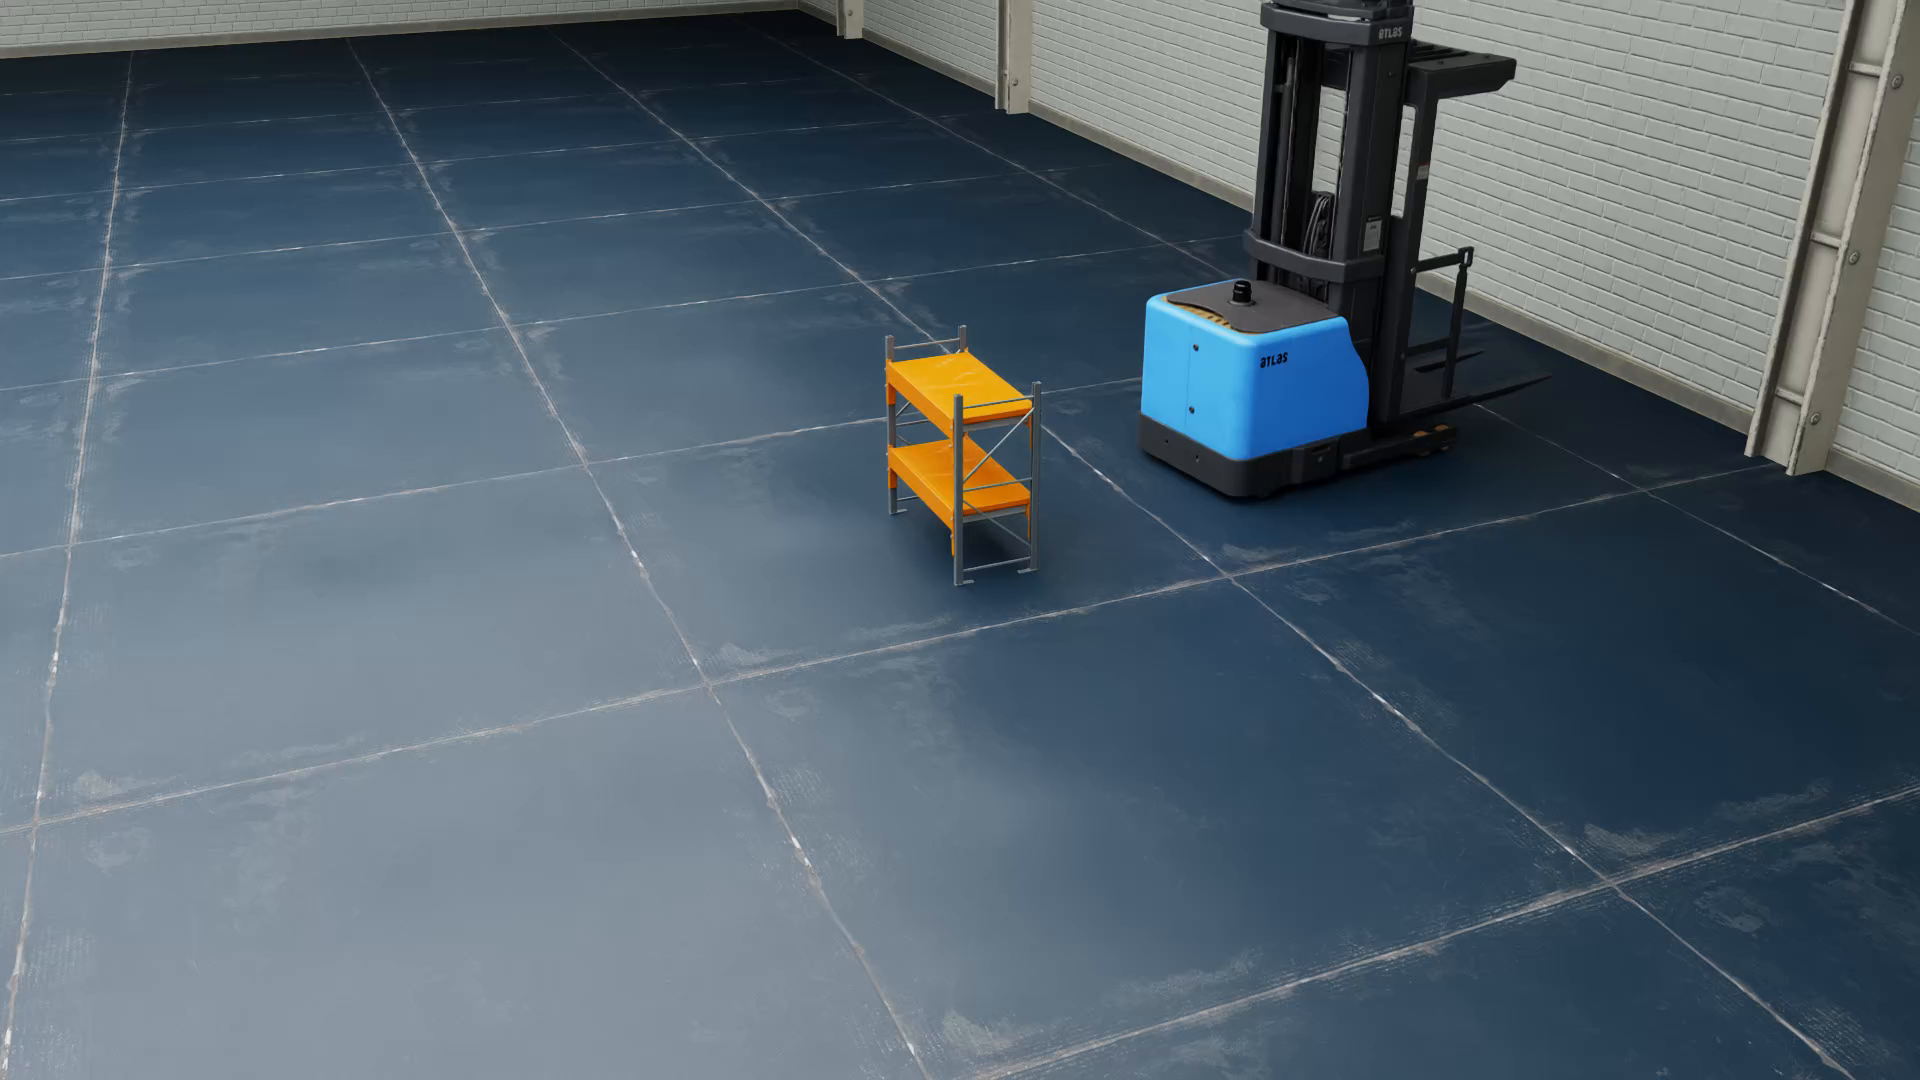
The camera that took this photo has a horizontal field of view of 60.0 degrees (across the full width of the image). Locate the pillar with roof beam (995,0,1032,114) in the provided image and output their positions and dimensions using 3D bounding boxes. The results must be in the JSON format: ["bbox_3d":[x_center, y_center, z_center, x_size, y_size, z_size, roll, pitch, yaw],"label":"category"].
[{"bbox_3d":[-3.302,-8.660,17.231,9.100,9.000,0.400,-11,28,-21],"label":"pillar with roof beam"}]

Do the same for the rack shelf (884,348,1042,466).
[{"bbox_3d":[0.003,-0.766,9.369,0.538,0.278,1.000,-11,28,-21],"label":"rack shelf"}]

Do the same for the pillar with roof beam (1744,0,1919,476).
[{"bbox_3d":[1.398,-3.816,7.309,9.100,9.000,0.400,-11,28,-21],"label":"pillar with roof beam"}]

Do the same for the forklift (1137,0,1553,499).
[{"bbox_3d":[2.677,-2.043,10.594,3.031,2.935,1.130,-15,30,-28],"label":"forklift"}]

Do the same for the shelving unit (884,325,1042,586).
[{"bbox_3d":[0.003,-0.503,9.498,0.538,1.125,1.048,-11,28,-21],"label":"shelving unit"}]

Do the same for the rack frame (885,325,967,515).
[{"bbox_3d":[-0.196,-0.708,9.918,0.500,1.125,0.032,-11,28,-21],"label":"rack frame"}]

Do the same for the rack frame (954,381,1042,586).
[{"bbox_3d":[0.202,-0.298,9.077,0.500,1.125,0.032,-11,28,-21],"label":"rack frame"}]

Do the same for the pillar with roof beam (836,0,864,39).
[{"bbox_3d":[-5.651,-11.083,22.192,9.100,9.000,0.400,-11,28,-21],"label":"pillar with roof beam"}]

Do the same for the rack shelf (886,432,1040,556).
[{"bbox_3d":[0.003,-0.283,9.605,0.538,0.278,1.000,-11,28,-21],"label":"rack shelf"}]
